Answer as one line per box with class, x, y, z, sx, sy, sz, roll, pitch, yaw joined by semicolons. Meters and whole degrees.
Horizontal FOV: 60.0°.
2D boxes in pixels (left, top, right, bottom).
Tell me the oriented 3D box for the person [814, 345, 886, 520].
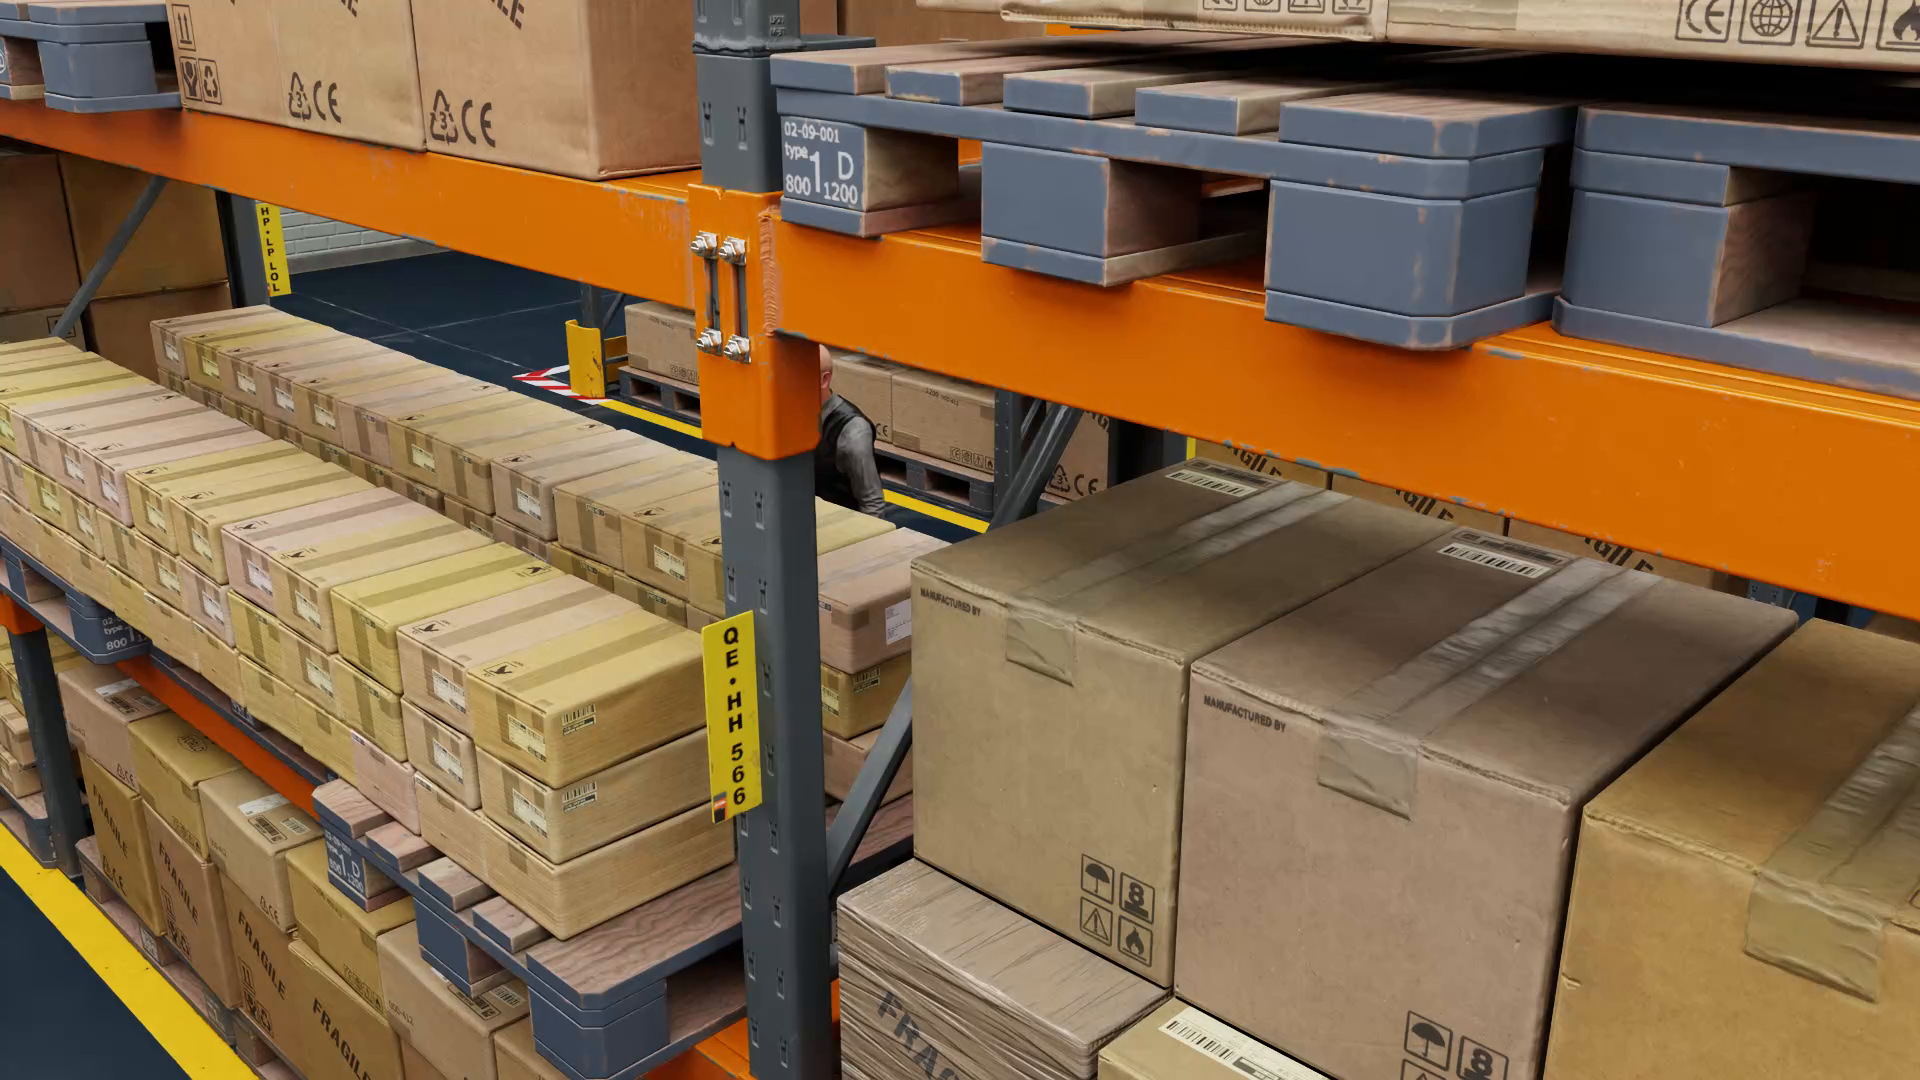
person;-0.527;0.056;6.459;0.592;1.722;0.417;17;27;39
